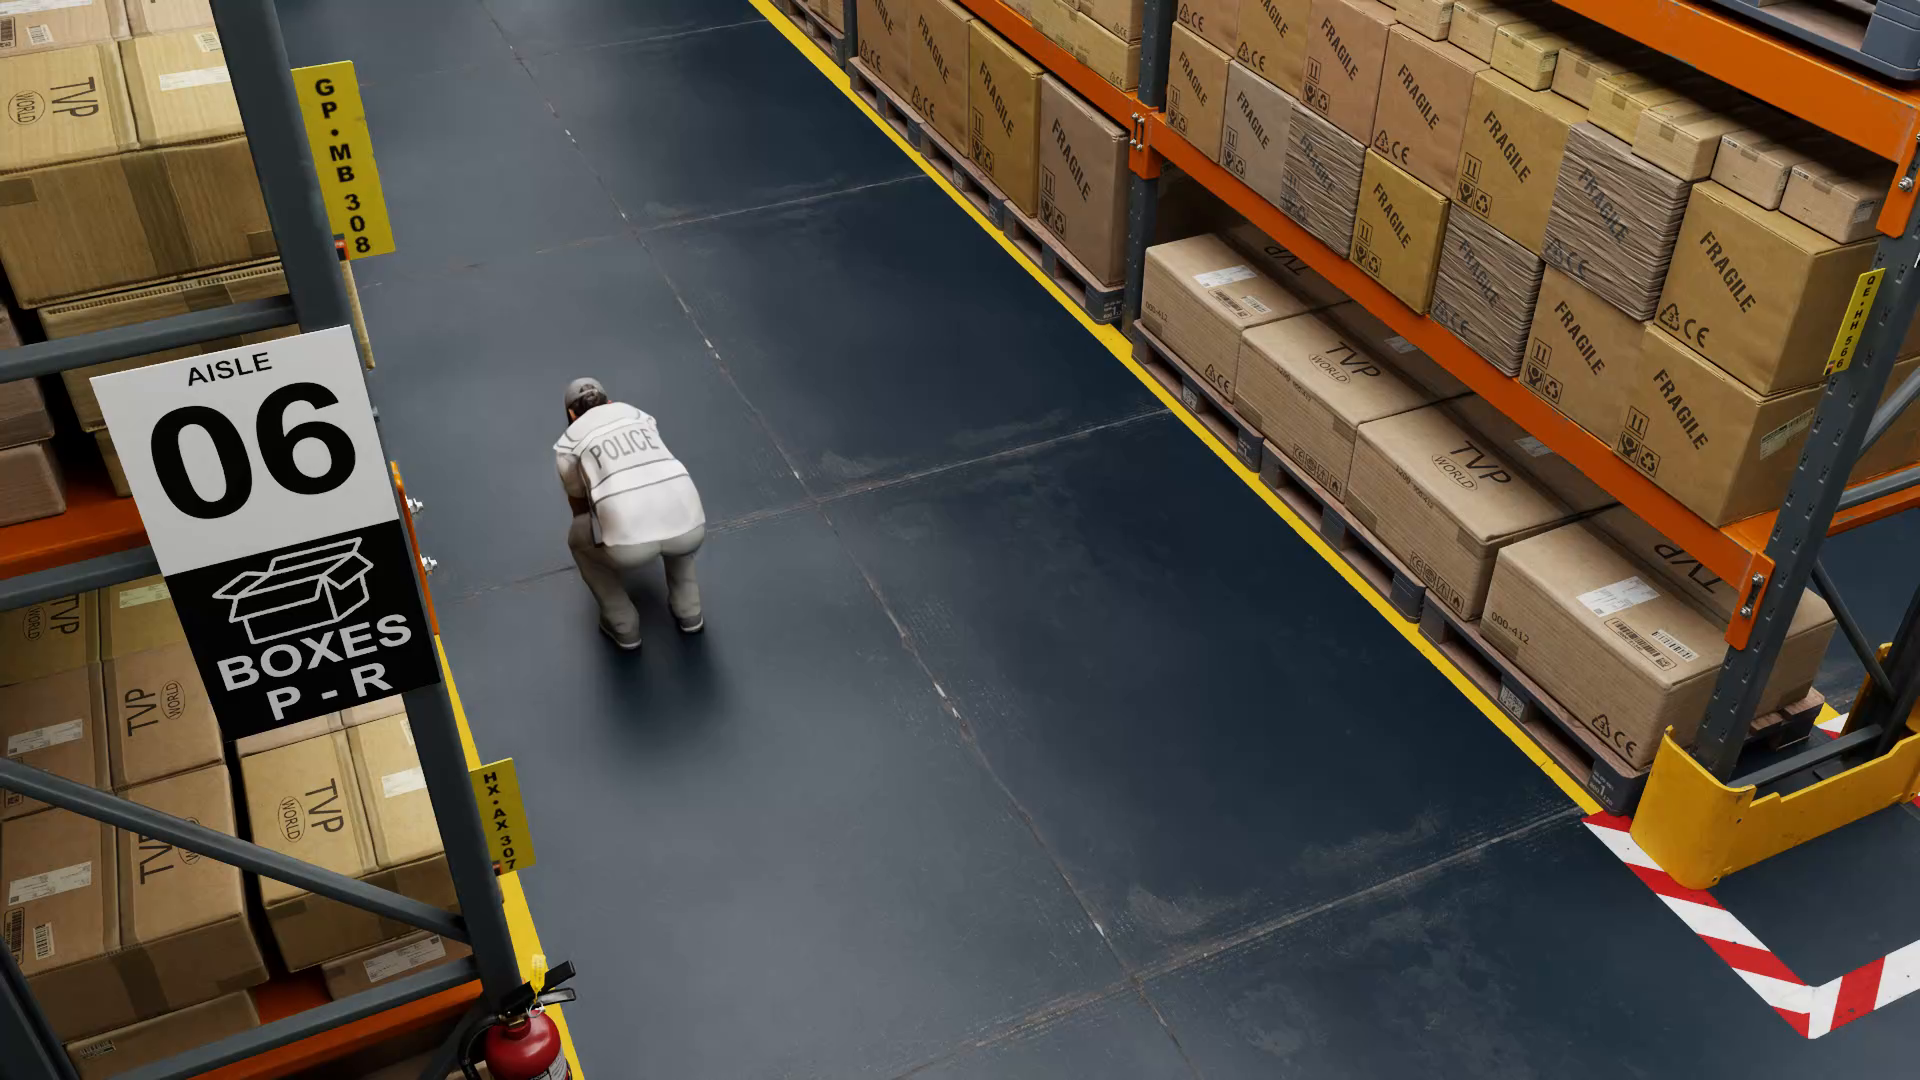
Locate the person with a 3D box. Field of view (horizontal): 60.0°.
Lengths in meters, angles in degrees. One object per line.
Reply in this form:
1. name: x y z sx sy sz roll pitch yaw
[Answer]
1. person: -1.366 -0.093 6.869 0.521 0.943 0.921 -17 41 -21
